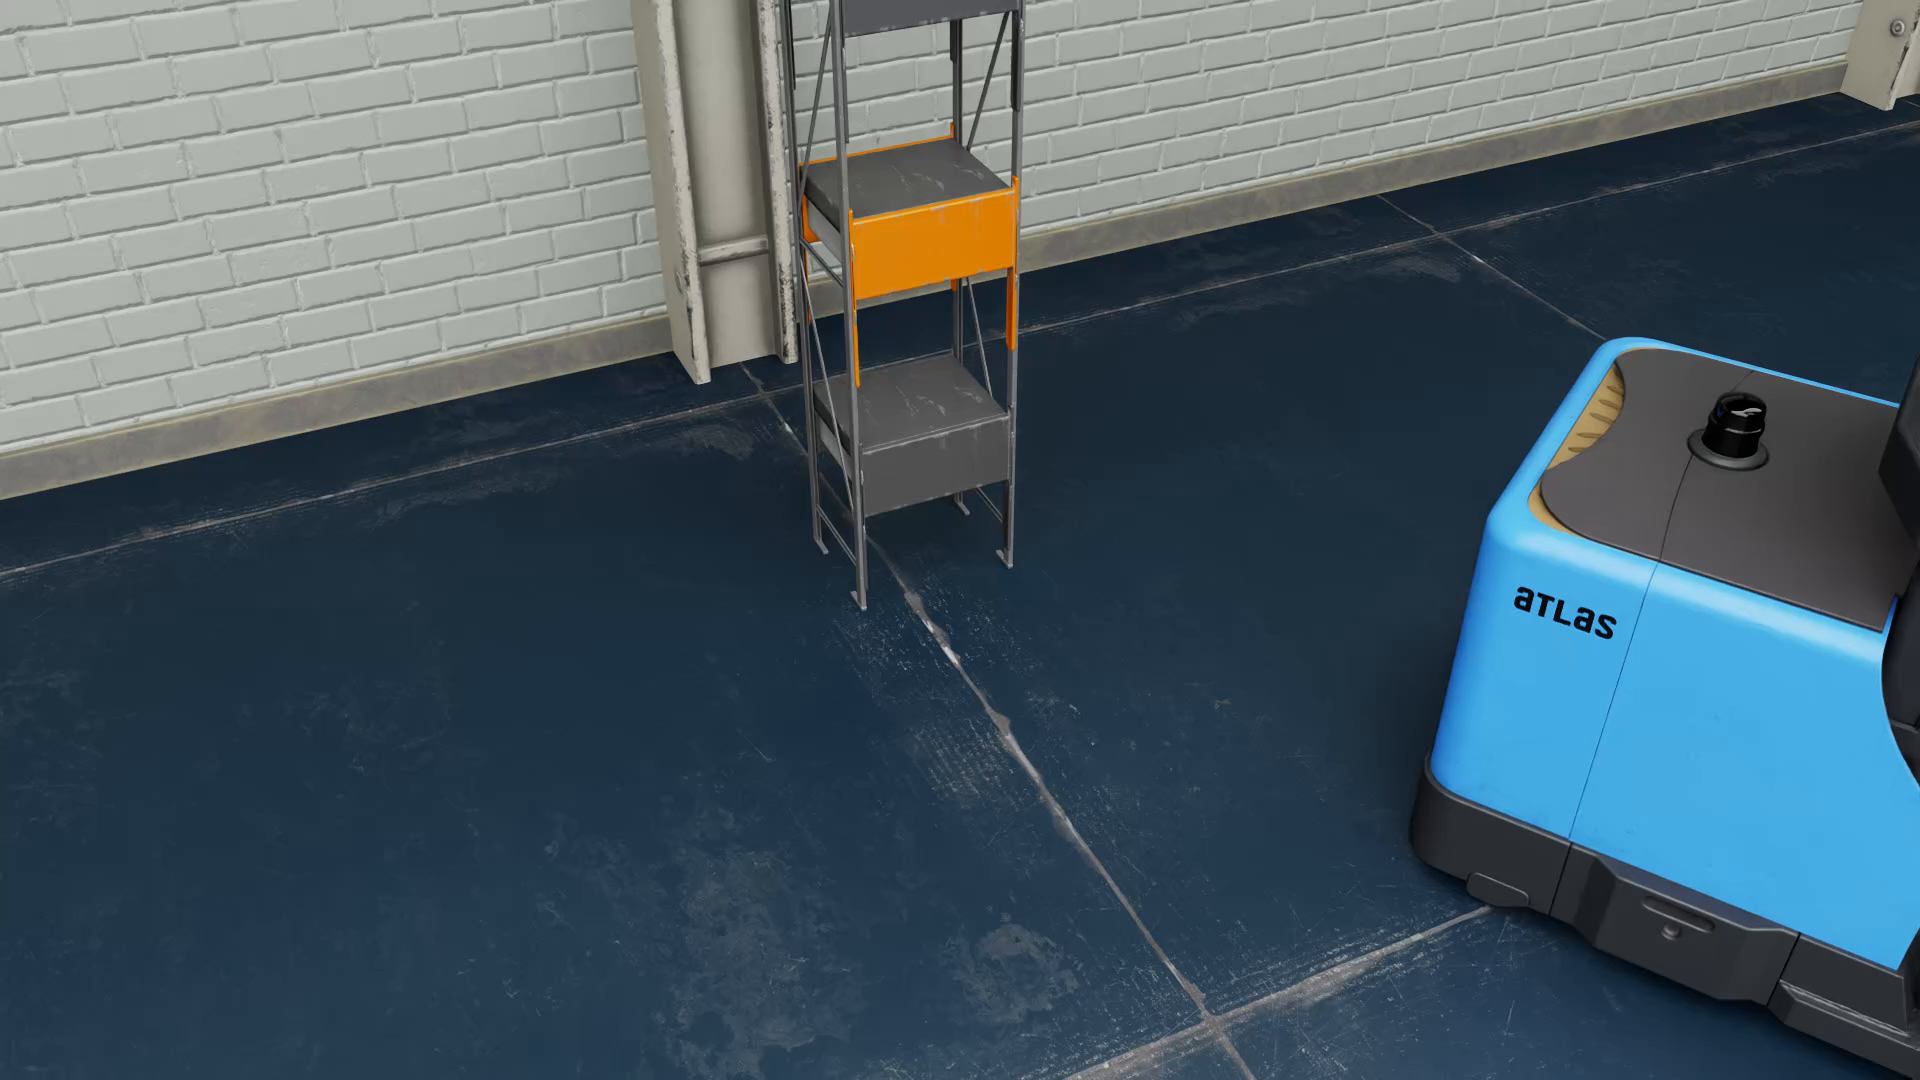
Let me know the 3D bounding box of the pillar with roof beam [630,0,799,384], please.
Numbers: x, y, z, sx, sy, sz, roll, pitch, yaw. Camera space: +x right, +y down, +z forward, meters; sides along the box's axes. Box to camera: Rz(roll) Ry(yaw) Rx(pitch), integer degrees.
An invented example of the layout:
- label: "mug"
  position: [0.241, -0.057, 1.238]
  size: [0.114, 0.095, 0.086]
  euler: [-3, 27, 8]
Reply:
- label: "pillar with roof beam"
  position: [0.991, -1.986, 0.374]
  size: [0.400, 9.000, 9.100]
  euler: [-16, 39, -20]

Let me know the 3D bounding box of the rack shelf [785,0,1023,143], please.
- label: "rack shelf"
  position: [-0.150, -1.353, 4.159]
  size: [0.480, 0.518, 0.431]
  euler: [-16, 39, -20]

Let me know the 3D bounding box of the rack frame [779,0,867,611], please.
- label: "rack frame"
  position: [-0.371, -0.740, 4.485]
  size: [0.015, 2.100, 0.400]
  euler: [-16, 39, -20]

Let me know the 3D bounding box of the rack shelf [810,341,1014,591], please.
- label: "rack shelf"
  position: [-0.150, -0.228, 4.993]
  size: [0.480, 0.518, 0.431]
  euler: [-16, 39, -20]

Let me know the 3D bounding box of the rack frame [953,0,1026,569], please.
- label: "rack frame"
  position: [0.071, -0.863, 4.651]
  size: [0.015, 2.100, 0.400]
  euler: [-16, 39, -20]

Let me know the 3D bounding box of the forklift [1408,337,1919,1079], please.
- label: "forklift"
  position: [2.631, -0.130, 2.965]
  size: [3.031, 2.935, 1.130]
  euler: [21, 41, 26]

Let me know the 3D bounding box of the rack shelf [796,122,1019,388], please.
- label: "rack shelf"
  position: [-0.150, -0.790, 4.576]
  size: [0.480, 0.518, 0.431]
  euler: [-16, 39, -20]

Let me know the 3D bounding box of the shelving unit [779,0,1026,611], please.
- label: "shelving unit"
  position: [-0.150, -0.801, 4.568]
  size: [0.503, 2.100, 0.431]
  euler: [-16, 39, -20]

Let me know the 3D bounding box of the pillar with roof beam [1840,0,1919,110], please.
- label: "pillar with roof beam"
  position: [6.423, -3.505, 2.422]
  size: [0.400, 9.000, 9.100]
  euler: [-16, 39, -20]
